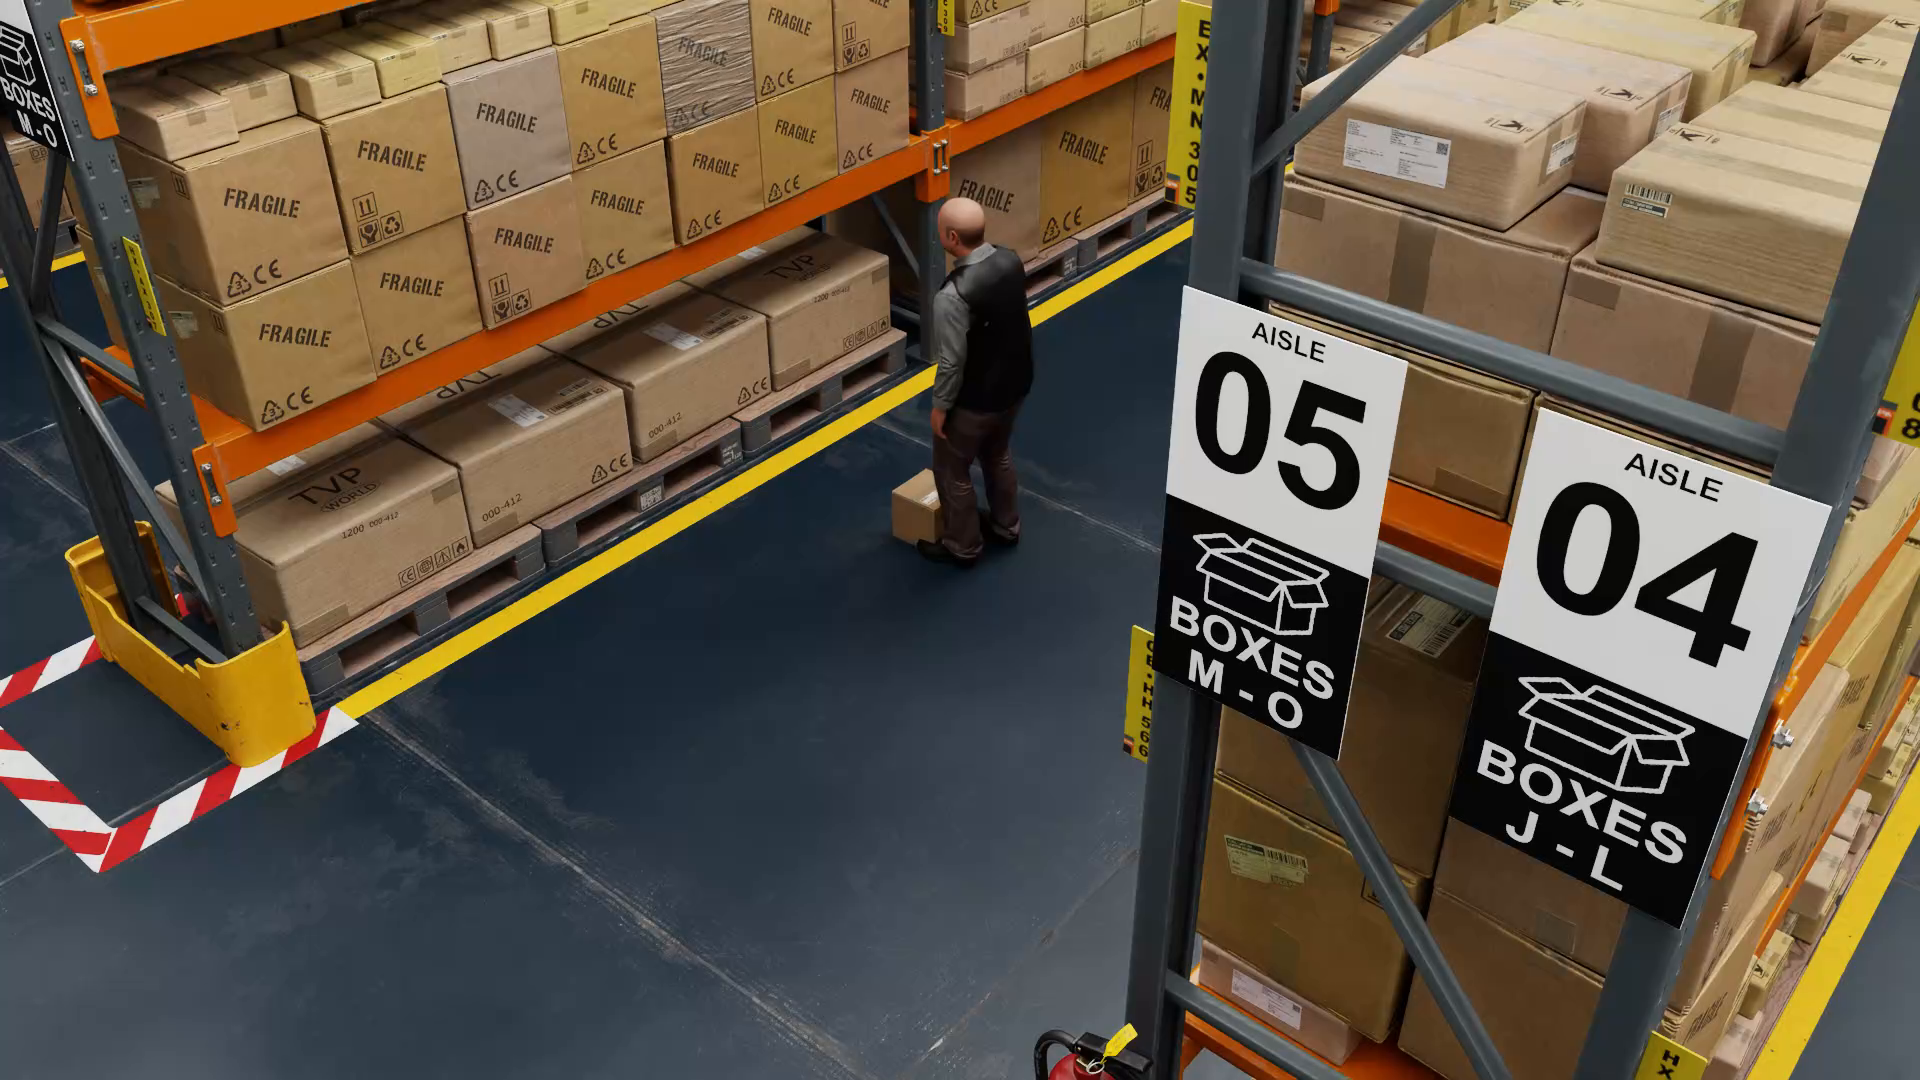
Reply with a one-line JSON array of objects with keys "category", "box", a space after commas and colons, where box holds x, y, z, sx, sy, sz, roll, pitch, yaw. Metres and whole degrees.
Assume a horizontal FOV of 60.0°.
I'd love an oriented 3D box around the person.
[{"category": "person", "box": [0.064, -0.642, 7.091, 0.475, 1.719, 0.581, 23, 41, 30]}]
